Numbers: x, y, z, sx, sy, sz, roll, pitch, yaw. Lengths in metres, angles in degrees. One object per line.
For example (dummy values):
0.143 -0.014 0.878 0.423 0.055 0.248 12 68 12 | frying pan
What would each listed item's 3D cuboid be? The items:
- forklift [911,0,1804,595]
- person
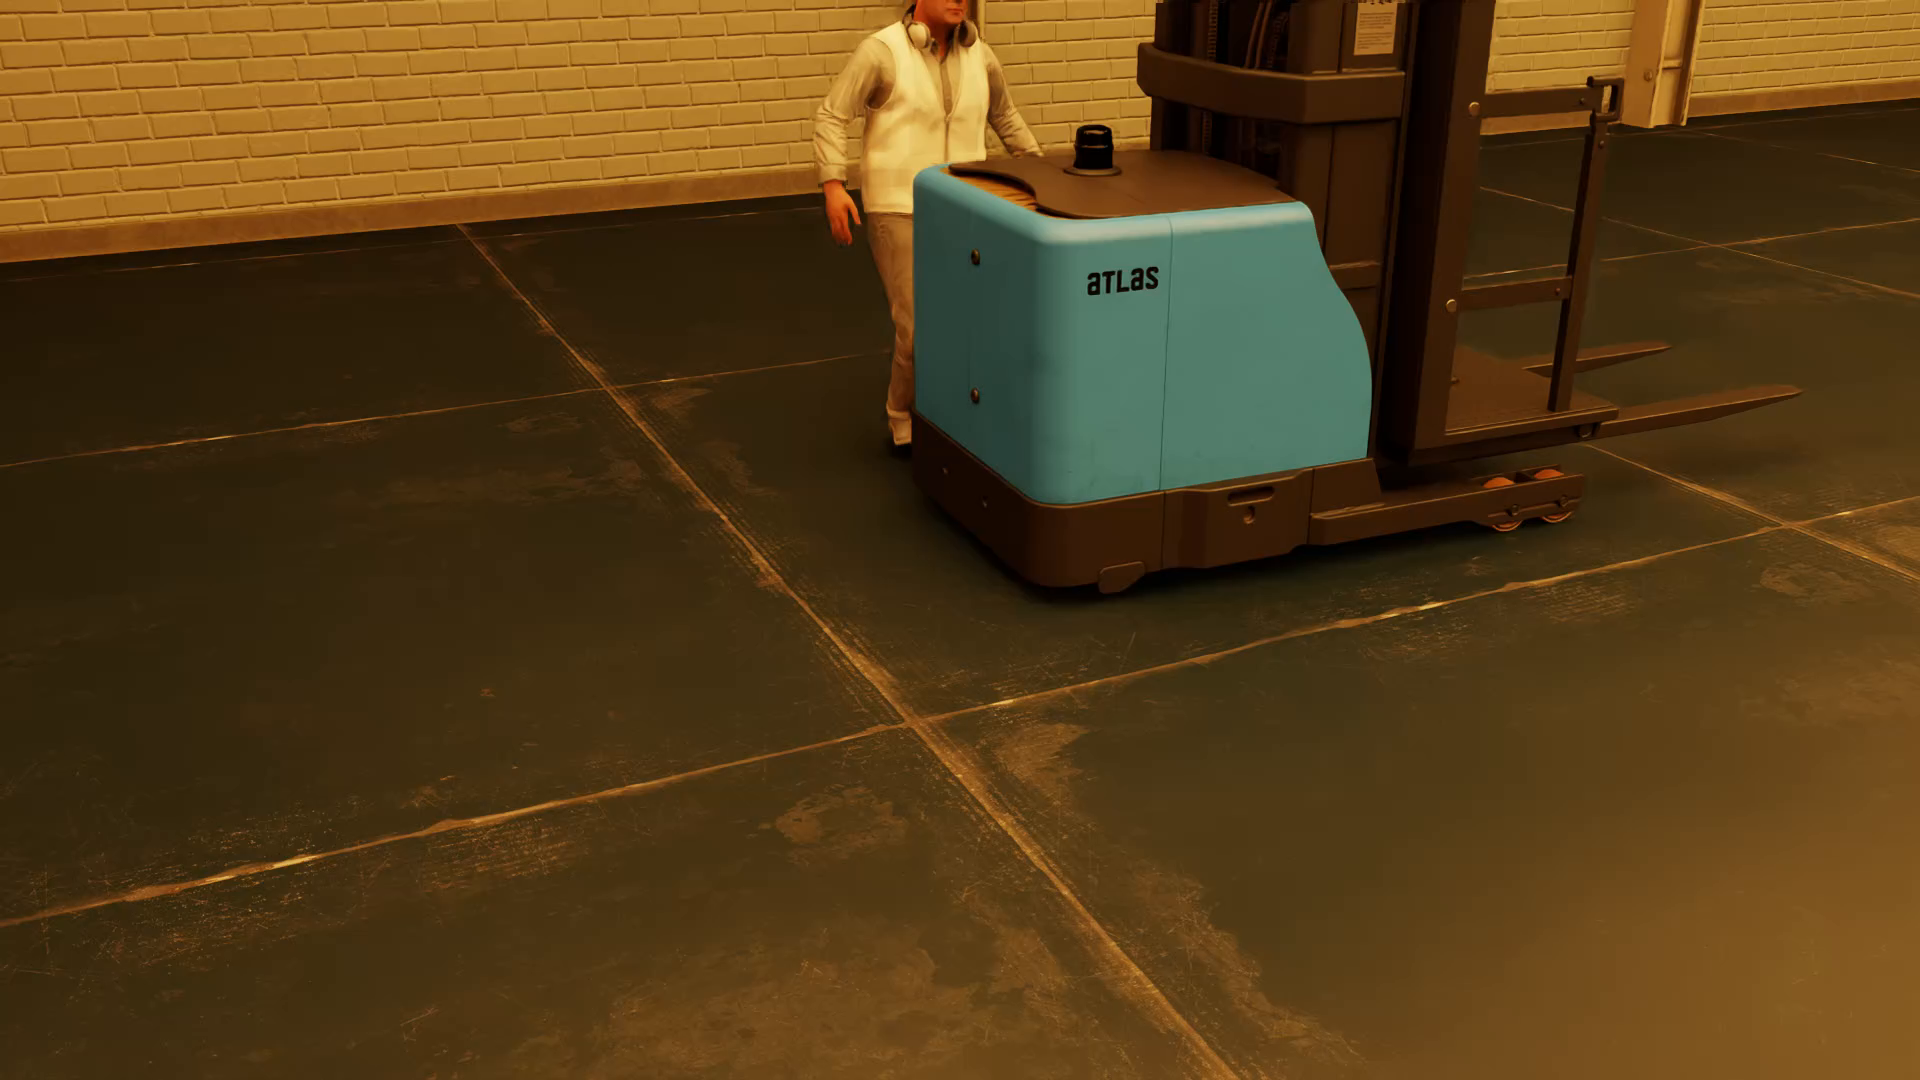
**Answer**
1.408 -1.555 5.029 3.031 2.935 1.130 -9 24 -21 | forklift
-0.046 -1.096 5.541 0.873 1.735 0.577 -12 25 -26 | person
